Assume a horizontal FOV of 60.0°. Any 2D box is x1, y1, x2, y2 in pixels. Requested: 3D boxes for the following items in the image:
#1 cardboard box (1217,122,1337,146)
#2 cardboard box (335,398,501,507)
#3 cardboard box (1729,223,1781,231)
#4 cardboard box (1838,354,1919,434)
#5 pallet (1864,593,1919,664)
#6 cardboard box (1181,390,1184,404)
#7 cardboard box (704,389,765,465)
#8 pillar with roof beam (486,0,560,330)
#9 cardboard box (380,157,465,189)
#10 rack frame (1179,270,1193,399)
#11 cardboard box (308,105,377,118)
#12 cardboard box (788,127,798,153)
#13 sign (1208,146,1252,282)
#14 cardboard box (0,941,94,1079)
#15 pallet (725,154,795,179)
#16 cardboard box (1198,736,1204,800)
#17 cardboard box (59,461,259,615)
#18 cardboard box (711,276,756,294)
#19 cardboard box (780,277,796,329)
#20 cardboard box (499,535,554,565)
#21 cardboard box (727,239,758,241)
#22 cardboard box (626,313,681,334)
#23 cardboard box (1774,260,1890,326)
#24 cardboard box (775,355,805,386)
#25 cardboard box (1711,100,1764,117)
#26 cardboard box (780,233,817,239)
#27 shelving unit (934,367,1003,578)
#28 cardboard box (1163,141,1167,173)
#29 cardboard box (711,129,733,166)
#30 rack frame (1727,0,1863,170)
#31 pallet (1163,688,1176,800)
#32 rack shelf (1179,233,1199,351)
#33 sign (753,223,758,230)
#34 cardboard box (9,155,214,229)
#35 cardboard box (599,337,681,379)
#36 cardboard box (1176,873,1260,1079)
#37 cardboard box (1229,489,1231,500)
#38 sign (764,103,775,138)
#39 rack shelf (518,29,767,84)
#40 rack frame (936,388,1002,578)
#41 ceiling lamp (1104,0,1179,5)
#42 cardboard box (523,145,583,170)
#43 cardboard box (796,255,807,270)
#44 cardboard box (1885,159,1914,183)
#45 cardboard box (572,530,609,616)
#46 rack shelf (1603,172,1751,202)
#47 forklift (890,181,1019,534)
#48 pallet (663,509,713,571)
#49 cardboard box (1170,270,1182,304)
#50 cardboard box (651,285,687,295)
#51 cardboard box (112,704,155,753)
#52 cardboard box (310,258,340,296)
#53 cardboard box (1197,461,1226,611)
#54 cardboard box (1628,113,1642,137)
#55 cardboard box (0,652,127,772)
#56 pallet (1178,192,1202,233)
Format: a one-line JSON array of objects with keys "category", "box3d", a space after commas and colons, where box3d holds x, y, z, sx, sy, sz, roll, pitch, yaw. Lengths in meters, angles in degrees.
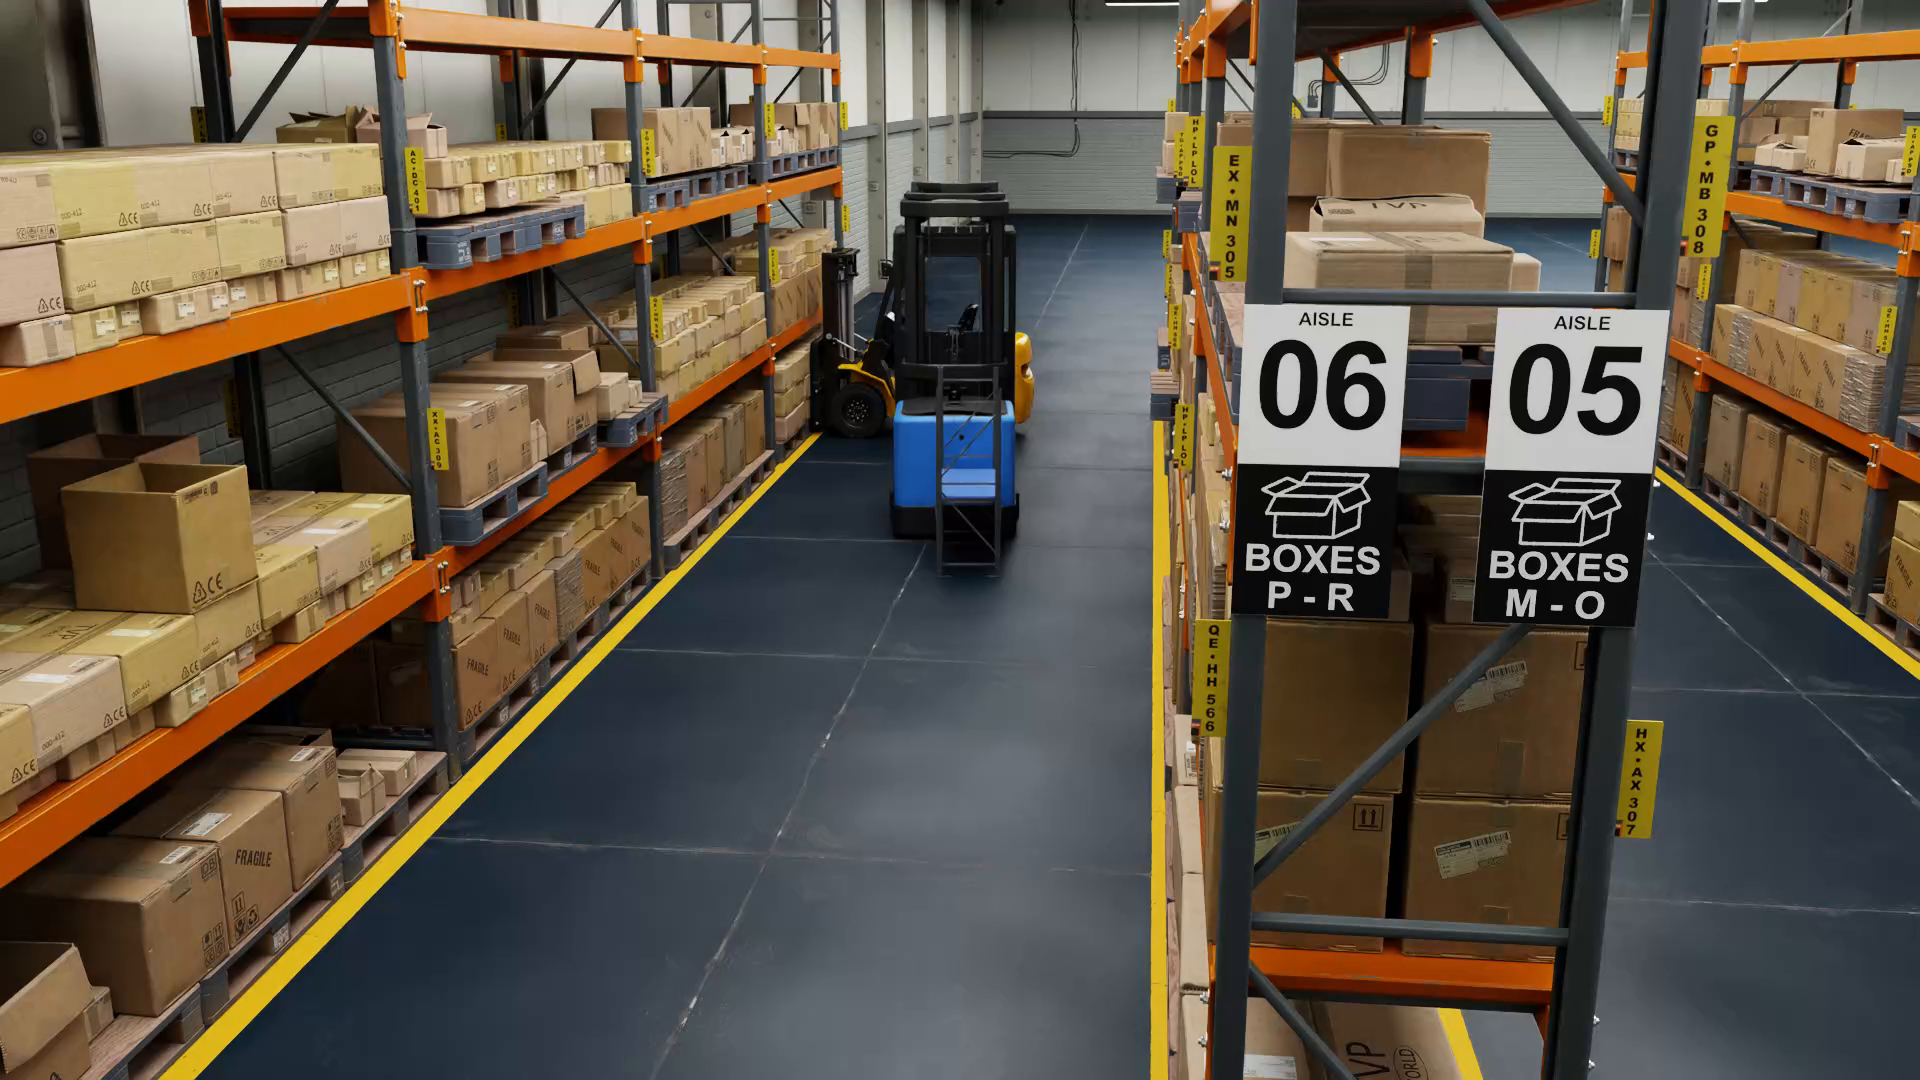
[{"category": "cardboard box", "box3d": [1.379, -1.579, 7.321, 0.500, 0.500, 0.500, 2, 15, 7]}, {"category": "cardboard box", "box3d": [-3.001, -0.493, 9.244, 0.700, 0.500, 0.500, 2, 15, 8]}, {"category": "cardboard box", "box3d": [7.707, -2.904, 16.799, 0.875, 0.550, 0.550, 2, 15, 6]}, {"category": "cardboard box", "box3d": [6.820, -1.069, 12.177, 0.500, 0.500, 0.500, 2, 15, 6]}, {"category": "pallet", "box3d": [6.946, 0.653, 11.344, 1.003, 0.211, 1.213, 2, 15, 6]}, {"category": "cardboard box", "box3d": [1.675, -0.797, 10.694, 0.500, 0.250, 0.500, 2, 15, 6]}, {"category": "cardboard box", "box3d": [-2.423, -1.119, 16.299, 0.875, 0.625, 0.625, 2, 15, 9]}, {"category": "pillar with roof beam", "box3d": [0.702, -4.295, 12.805, 9.100, 9.000, 0.400, 2, 15, 6]}, {"category": "cardboard box", "box3d": [-2.808, -1.909, 8.645, 0.380, 0.149, 0.250, 2, 15, 8]}, {"category": "rack frame", "box3d": [2.106, -1.016, 12.171, 1.000, 3.000, 0.127, 2, 15, 6]}, {"category": "cardboard box", "box3d": [-3.315, -2.196, 8.910, 0.396, 0.266, 0.258, 2, 15, 6]}, {"category": "cardboard box", "box3d": [-1.906, -4.208, 17.494, 0.396, 0.266, 0.258, 1, 15, 5]}, {"category": "sign", "box3d": [0.665, -0.798, 4.074, 0.100, 0.325, 0.005, 2, 15, 6]}, {"category": "cardboard box", "box3d": [-3.566, 1.761, 5.883, 0.797, 0.503, 0.637, 1, 15, 4]}, {"category": "pallet", "box3d": [-2.305, -3.825, 16.986, 1.003, 0.211, 1.213, 2, 15, 6]}, {"category": "cardboard box", "box3d": [1.114, 0.615, 5.951, 0.500, 0.500, 0.500, 2, 15, 8]}, {"category": "cardboard box", "box3d": [-3.242, -0.018, 6.763, 0.500, 0.500, 0.500, 2, 15, 8]}, {"category": "cardboard box", "box3d": [-2.193, -2.465, 16.096, 0.380, 0.149, 0.250, 2, 15, 8]}, {"category": "cardboard box", "box3d": [-2.023, -2.490, 17.431, 0.500, 0.500, 0.500, 2, 15, 7]}, {"category": "cardboard box", "box3d": [-2.887, 0.071, 10.895, 0.380, 0.149, 0.250, 2, 15, 6]}, {"category": "cardboard box", "box3d": [-2.377, -3.260, 18.466, 0.380, 0.149, 0.250, 2, 15, 7]}, {"category": "cardboard box", "box3d": [-2.466, -1.733, 13.390, 0.380, 0.149, 0.250, 2, 15, 8]}, {"category": "cardboard box", "box3d": [7.323, -2.071, 13.967, 0.700, 0.500, 0.500, 2, 15, 7]}, {"category": "cardboard box", "box3d": [-1.941, -1.805, 17.638, 0.500, 0.250, 0.500, 2, 15, 6]}, {"category": "cardboard box", "box3d": [7.211, -4.000, 15.421, 0.380, 0.149, 0.250, 2, 15, 6]}, {"category": "cardboard box", "box3d": [-1.856, -3.446, 19.154, 0.380, 0.149, 0.250, 2, 15, 7]}, {"category": "shelving unit", "box3d": [0.067, -0.563, 13.370, 0.538, 1.500, 1.048, 0, 15, 0]}, {"category": "cardboard box", "box3d": [2.037, -3.360, 14.578, 0.500, 0.250, 0.500, 1, 15, 6]}, {"category": "cardboard box", "box3d": [-2.301, -3.460, 14.640, 0.500, 0.311, 0.500, 1, 15, 4]}, {"category": "rack frame", "box3d": [7.487, -4.829, 14.783, 1.000, 3.000, 0.127, 2, 15, 6]}, {"category": "pallet", "box3d": [1.667, 1.166, 9.447, 1.003, 0.211, 1.213, 2, 15, 6]}, {"category": "rack shelf", "box3d": [1.880, -1.598, 9.955, 1.077, 0.370, 4.000, 2, 15, 6]}, {"category": "sign", "box3d": [-2.475, -3.710, 20.325, 0.100, 0.325, 0.005, 2, 15, 6]}, {"category": "cardboard box", "box3d": [-3.263, -1.349, 6.417, 0.500, 0.250, 0.500, 2, 15, 8]}, {"category": "cardboard box", "box3d": [-2.509, -1.437, 13.059, 0.500, 0.250, 0.500, 2, 15, 6]}, {"category": "cardboard box", "box3d": [1.273, 1.682, 6.300, 0.875, 0.438, 0.875, 2, 15, 8]}, {"category": "cardboard box", "box3d": [1.064, -0.084, 5.376, 0.380, 0.149, 0.250, 2, 15, 8]}, {"category": "sign", "box3d": [-1.835, -4.034, 15.995, 0.100, 0.325, 0.005, 2, 15, 6]}, {"category": "rack shelf", "box3d": [-2.601, -4.035, 13.990, 1.077, 0.370, 4.000, 2, 15, 6]}, {"category": "rack frame", "box3d": [0.066, -0.430, 12.879, 0.500, 1.500, 0.032, 0, 15, 0]}, {"category": "ceiling lamp", "box3d": [4.770, -15.434, 42.818, 2.000, 3.185, 0.800, 2, 15, 6]}, {"category": "cardboard box", "box3d": [-2.692, -2.504, 10.881, 0.380, 0.149, 0.250, 1, 15, 5]}, {"category": "cardboard box", "box3d": [-1.884, -3.035, 18.205, 0.380, 0.149, 0.250, 1, 15, 5]}, {"category": "cardboard box", "box3d": [6.885, -2.644, 11.899, 0.380, 0.166, 0.250, 2, 15, 6]}, {"category": "cardboard box", "box3d": [-2.784, 0.224, 11.570, 0.500, 0.500, 0.500, 2, 15, 9]}, {"category": "rack shelf", "box3d": [7.713, -3.553, 17.186, 1.077, 0.370, 4.000, 2, 15, 6]}, {"category": "forklift", "box3d": [-0.046, -1.790, 15.165, 1.130, 2.935, 3.031, 0, 15, 0]}, {"category": "pallet", "box3d": [-2.695, -0.027, 13.858, 1.003, 0.211, 1.213, 2, 15, 6]}, {"category": "cardboard box", "box3d": [2.094, -2.077, 14.530, 0.500, 0.500, 0.500, 2, 15, 6]}, {"category": "cardboard box", "box3d": [-2.748, -2.275, 15.395, 0.380, 0.149, 0.250, 2, 15, 6]}, {"category": "cardboard box", "box3d": [-3.328, 0.689, 6.349, 0.380, 0.149, 0.250, 2, 15, 7]}, {"category": "cardboard box", "box3d": [-3.095, -1.215, 7.645, 0.380, 0.149, 0.250, 2, 15, 8]}, {"category": "cardboard box", "box3d": [1.168, 0.001, 6.303, 0.500, 0.500, 0.500, 2, 15, 6]}, {"category": "cardboard box", "box3d": [7.573, -4.492, 18.002, 0.500, 0.250, 0.500, 2, 15, 6]}, {"category": "cardboard box", "box3d": [-3.354, 0.602, 5.905, 0.500, 0.250, 0.500, 2, 15, 7]}, {"category": "pallet", "box3d": [2.086, -2.204, 11.181, 1.213, 0.211, 1.003, 2, 15, 9]}]
